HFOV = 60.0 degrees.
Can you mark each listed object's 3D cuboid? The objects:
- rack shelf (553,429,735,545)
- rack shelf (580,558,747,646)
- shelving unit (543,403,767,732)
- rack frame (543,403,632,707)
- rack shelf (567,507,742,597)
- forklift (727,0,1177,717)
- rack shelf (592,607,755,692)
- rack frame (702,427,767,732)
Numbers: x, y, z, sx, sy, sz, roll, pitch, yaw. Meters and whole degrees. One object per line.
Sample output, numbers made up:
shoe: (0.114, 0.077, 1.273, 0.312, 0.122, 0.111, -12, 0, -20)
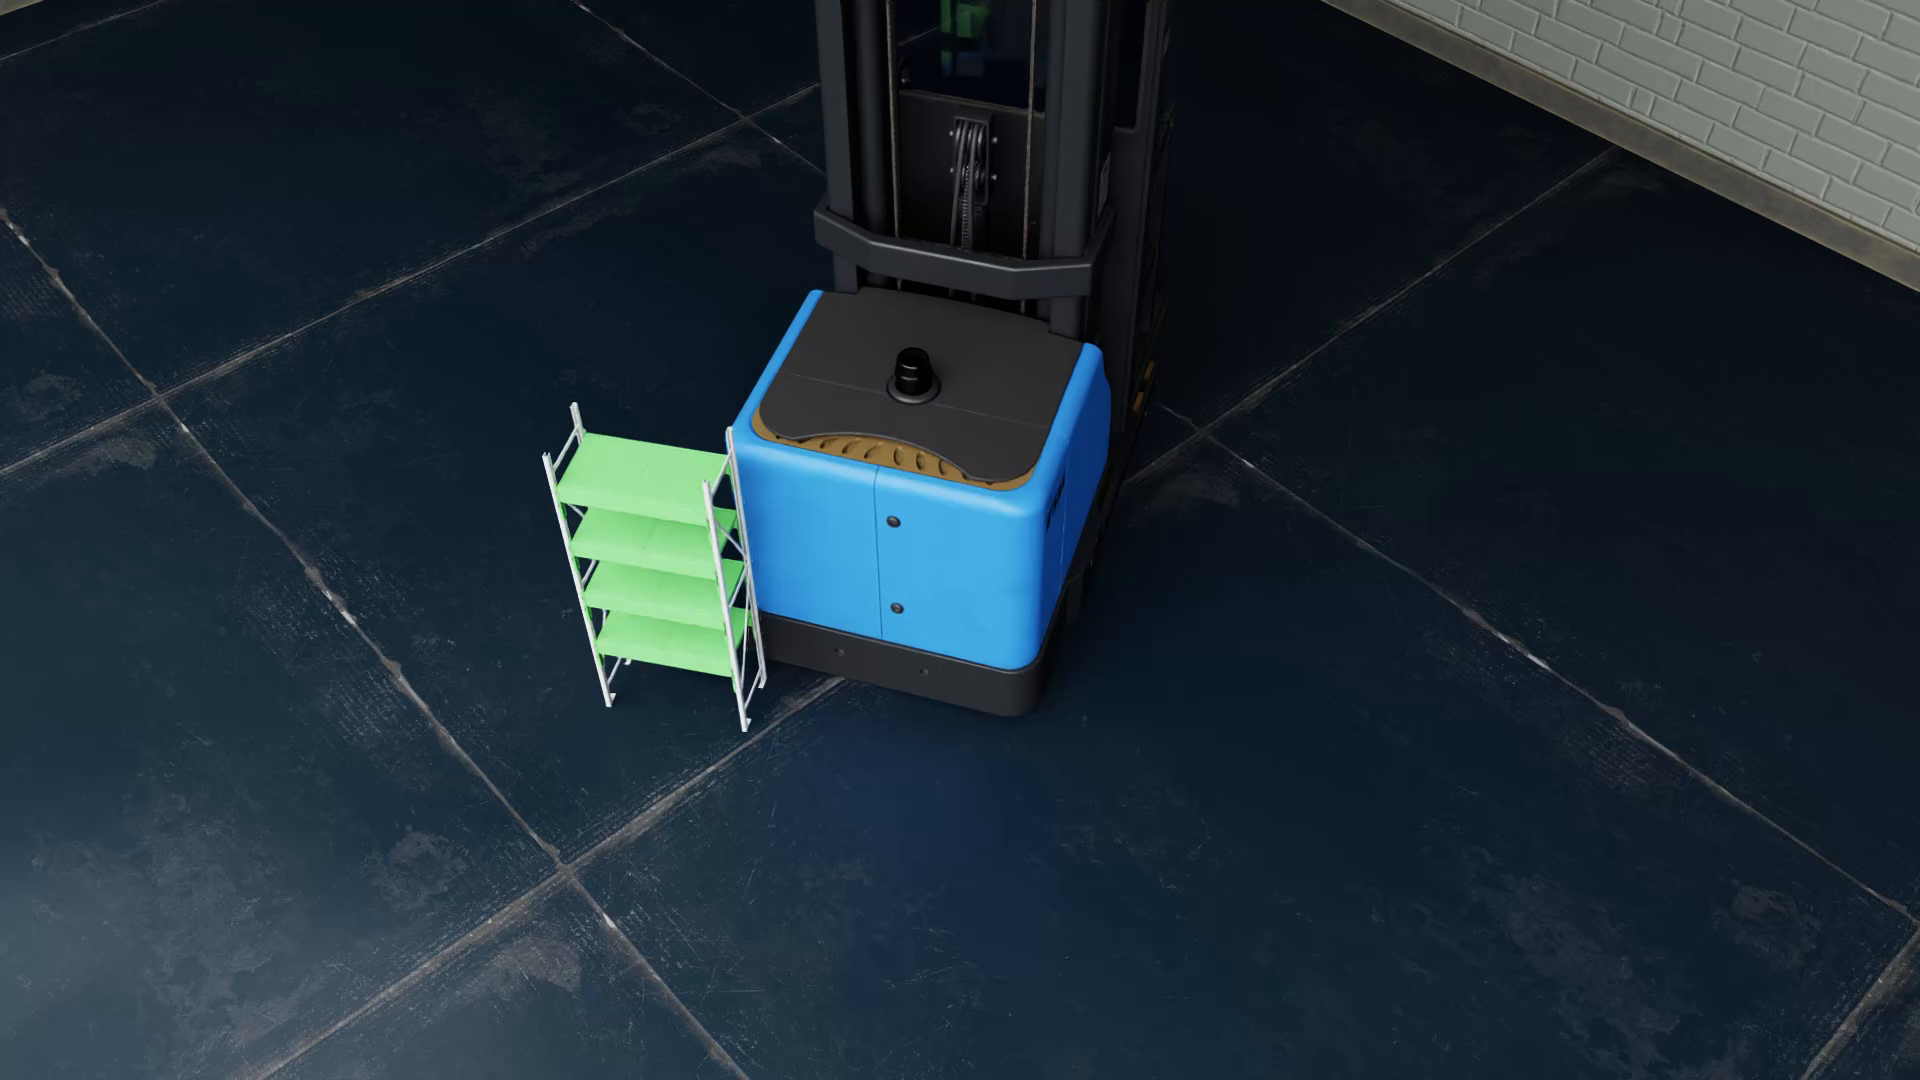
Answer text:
rack shelf: (-0.944, -0.162, 5.017, 0.480, 0.148, 0.258, 9, 48, 9)
rack shelf: (-0.944, 0.163, 5.370, 0.480, 0.148, 0.258, 9, 48, 9)
shelving unit: (-0.944, 0.120, 5.323, 0.503, 1.200, 0.258, 9, 48, 9)
rack frame: (-1.183, 0.081, 5.359, 0.015, 1.200, 0.240, 9, 48, 9)
rack shelf: (-0.944, 0.000, 5.194, 0.480, 0.148, 0.258, 9, 48, 9)
forklift: (0.183, -1.506, 5.645, 1.130, 2.935, 3.031, 13, 49, 11)
rack shelf: (-0.944, 0.326, 5.547, 0.480, 0.148, 0.258, 9, 48, 9)
rack frame: (-0.706, 0.159, 5.287, 0.015, 1.200, 0.240, 9, 48, 9)
